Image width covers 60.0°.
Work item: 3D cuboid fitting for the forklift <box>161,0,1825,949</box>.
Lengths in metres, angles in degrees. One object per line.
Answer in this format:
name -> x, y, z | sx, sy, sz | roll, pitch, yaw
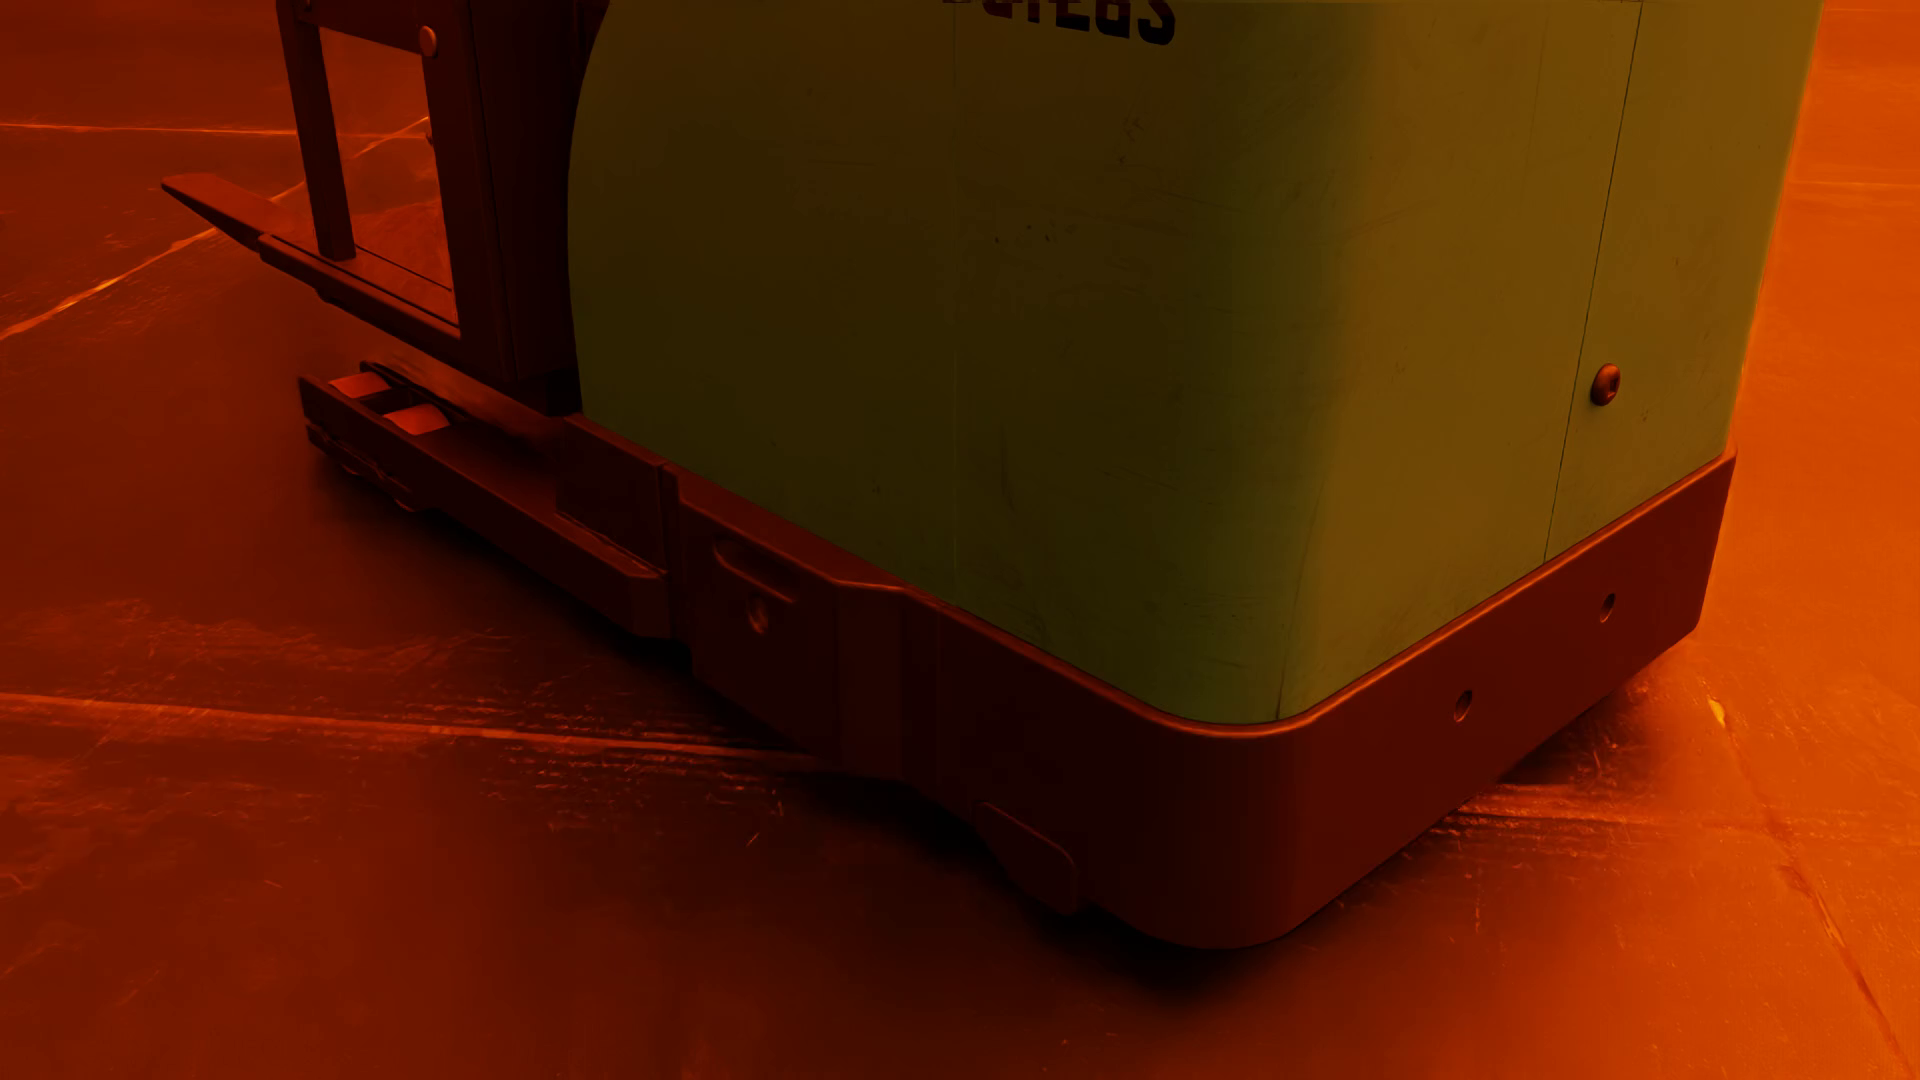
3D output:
forklift -> -0.420, -1.493, 2.210 | 1.130, 2.935, 3.031 | -23, 34, -38
